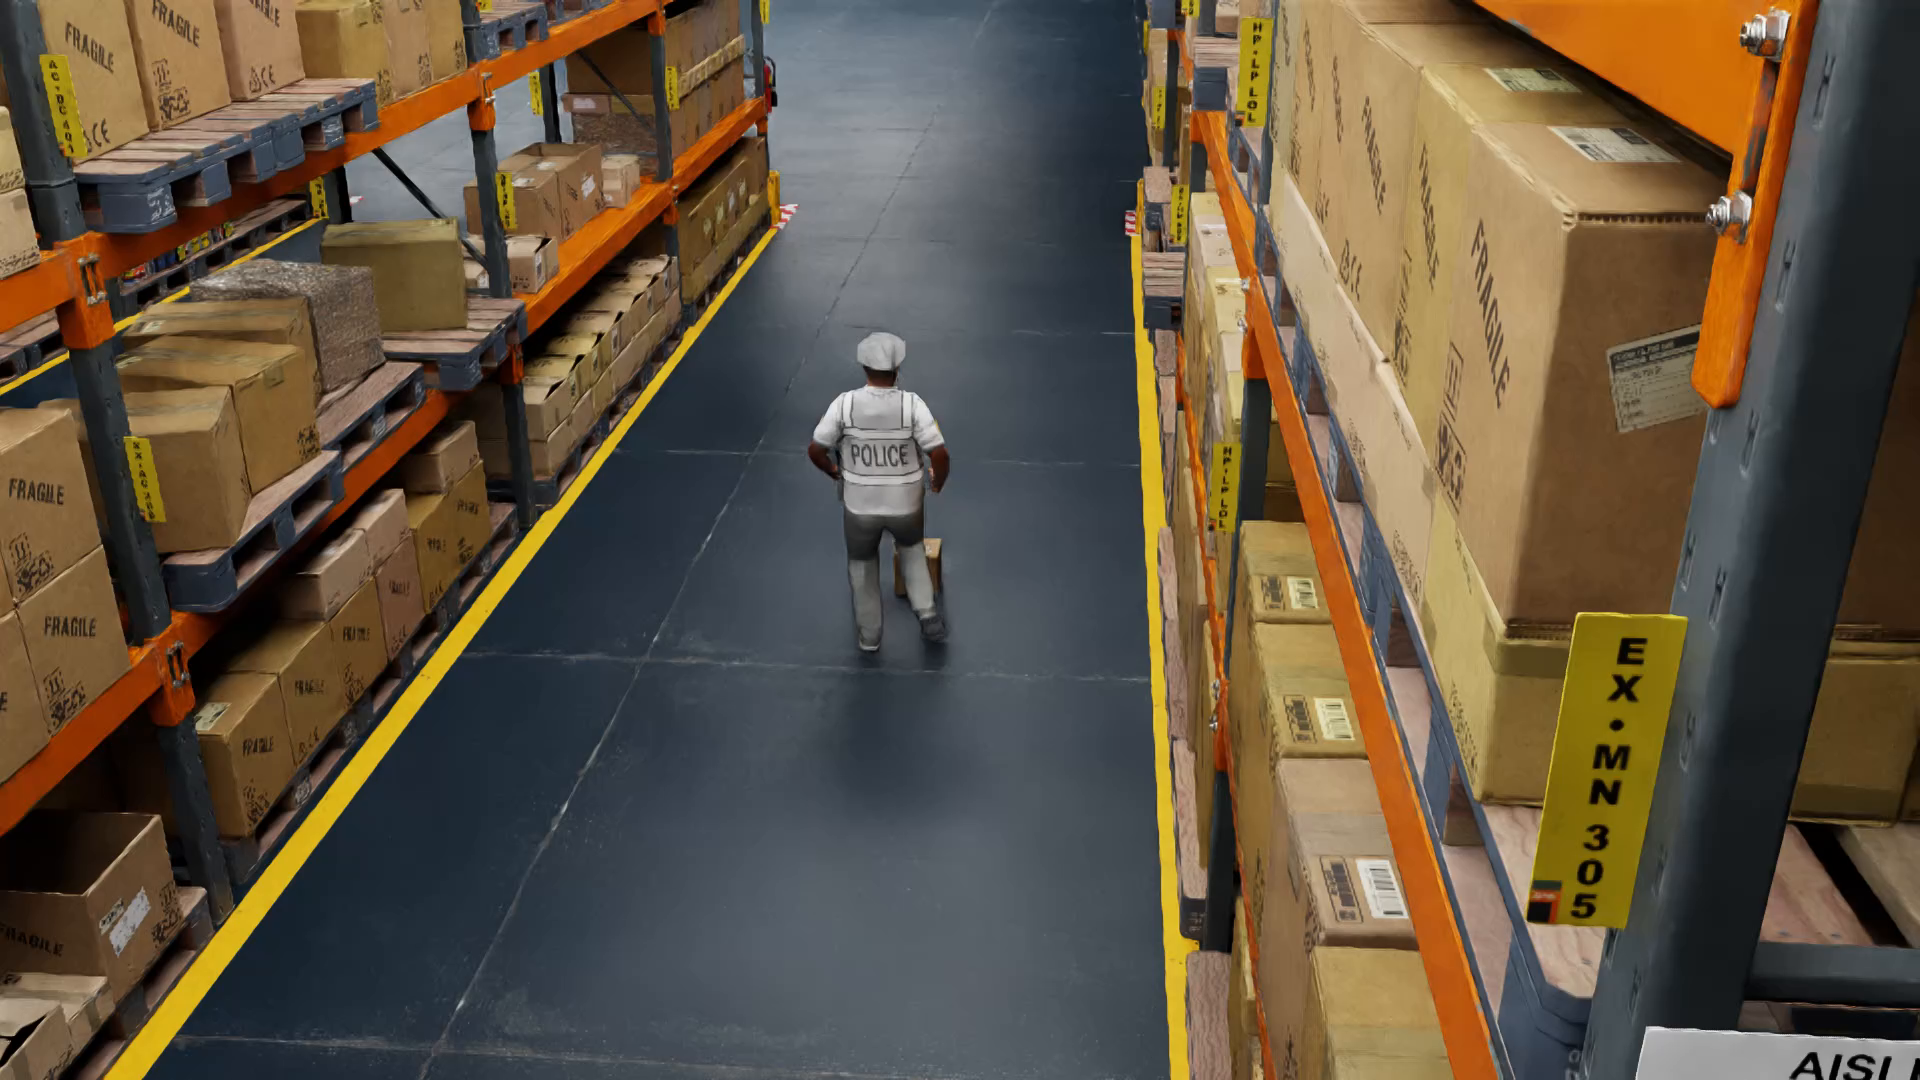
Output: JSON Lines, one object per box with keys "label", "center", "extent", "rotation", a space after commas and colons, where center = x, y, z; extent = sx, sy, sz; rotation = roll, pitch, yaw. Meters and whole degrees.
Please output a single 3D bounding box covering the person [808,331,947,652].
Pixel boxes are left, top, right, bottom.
{"label": "person", "center": [-0.429, -0.246, 8.653], "extent": [0.703, 1.753, 0.525], "rotation": [-3, 25, -7]}
